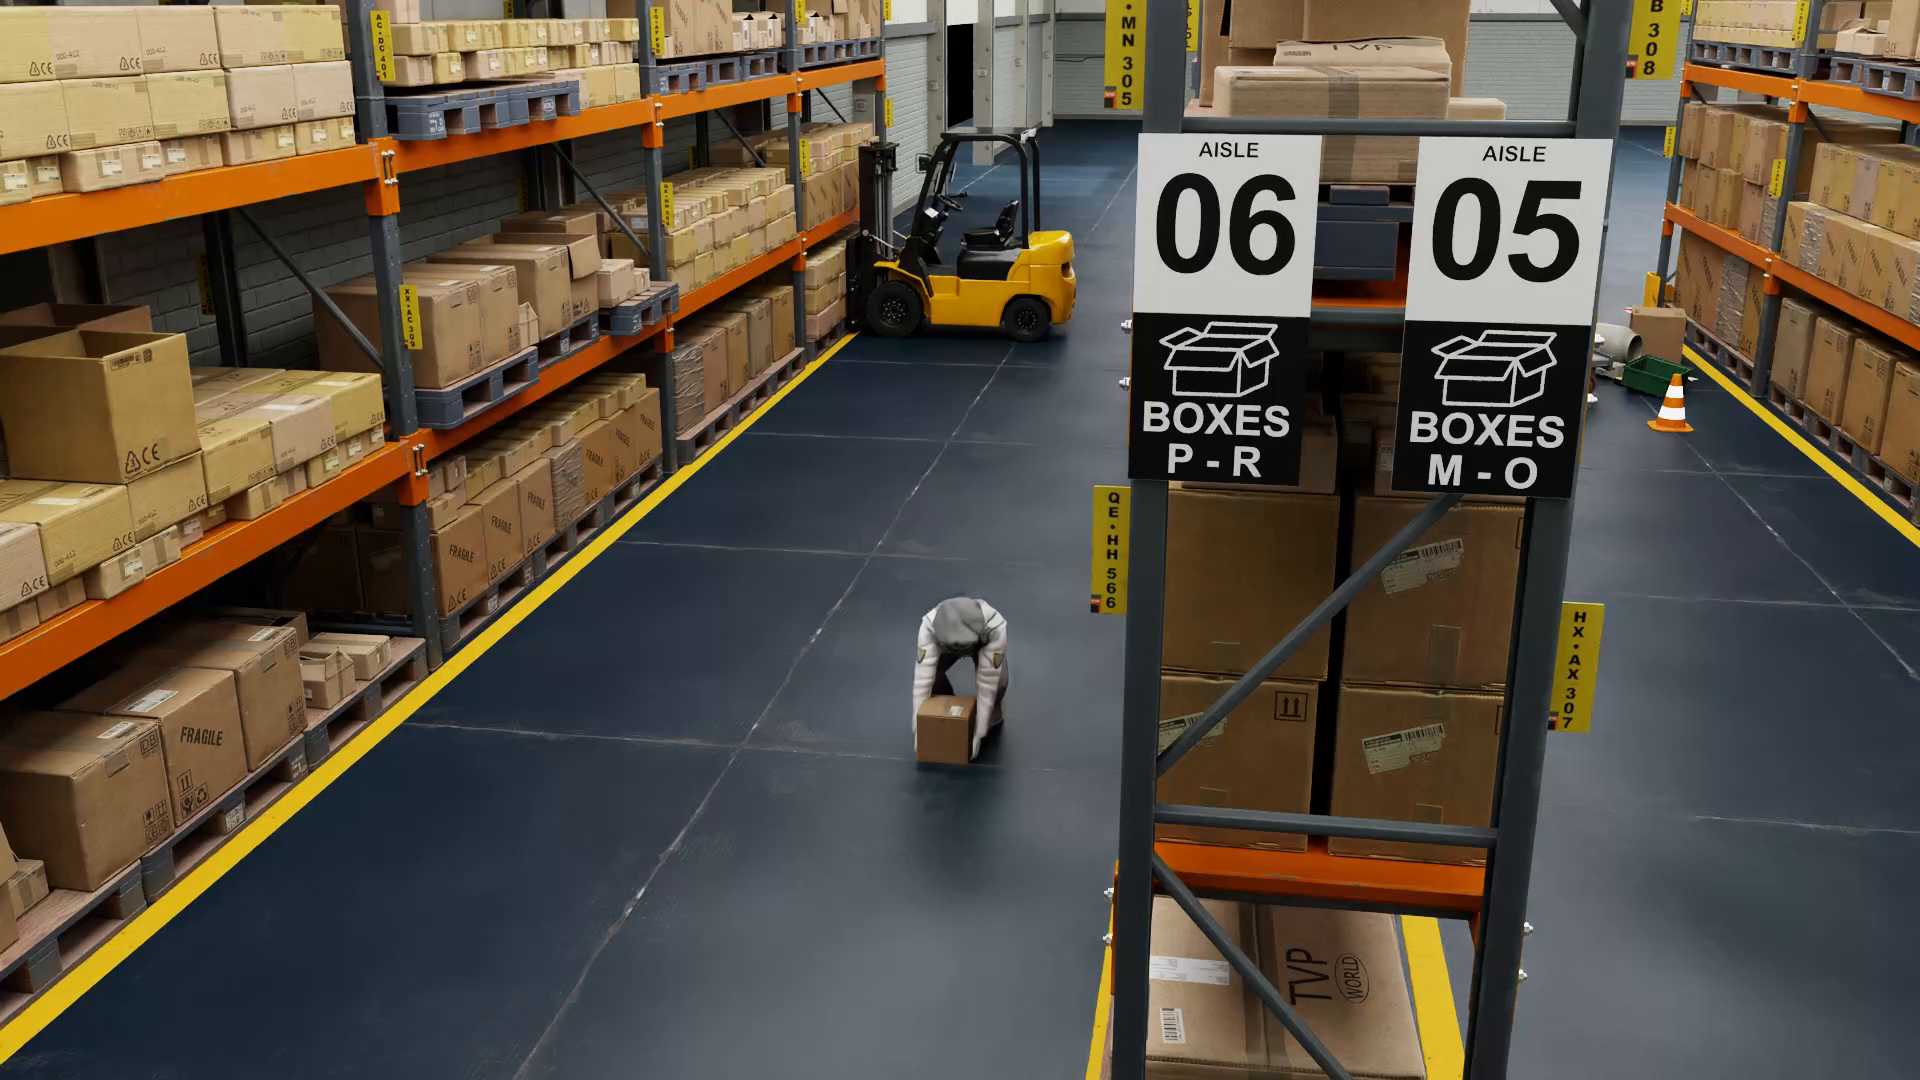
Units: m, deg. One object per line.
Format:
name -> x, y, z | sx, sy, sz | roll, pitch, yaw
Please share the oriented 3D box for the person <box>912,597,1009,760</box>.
person -> 0.016, 0.594, 8.203 | 0.470, 0.852, 0.861 | 3, 18, 9
